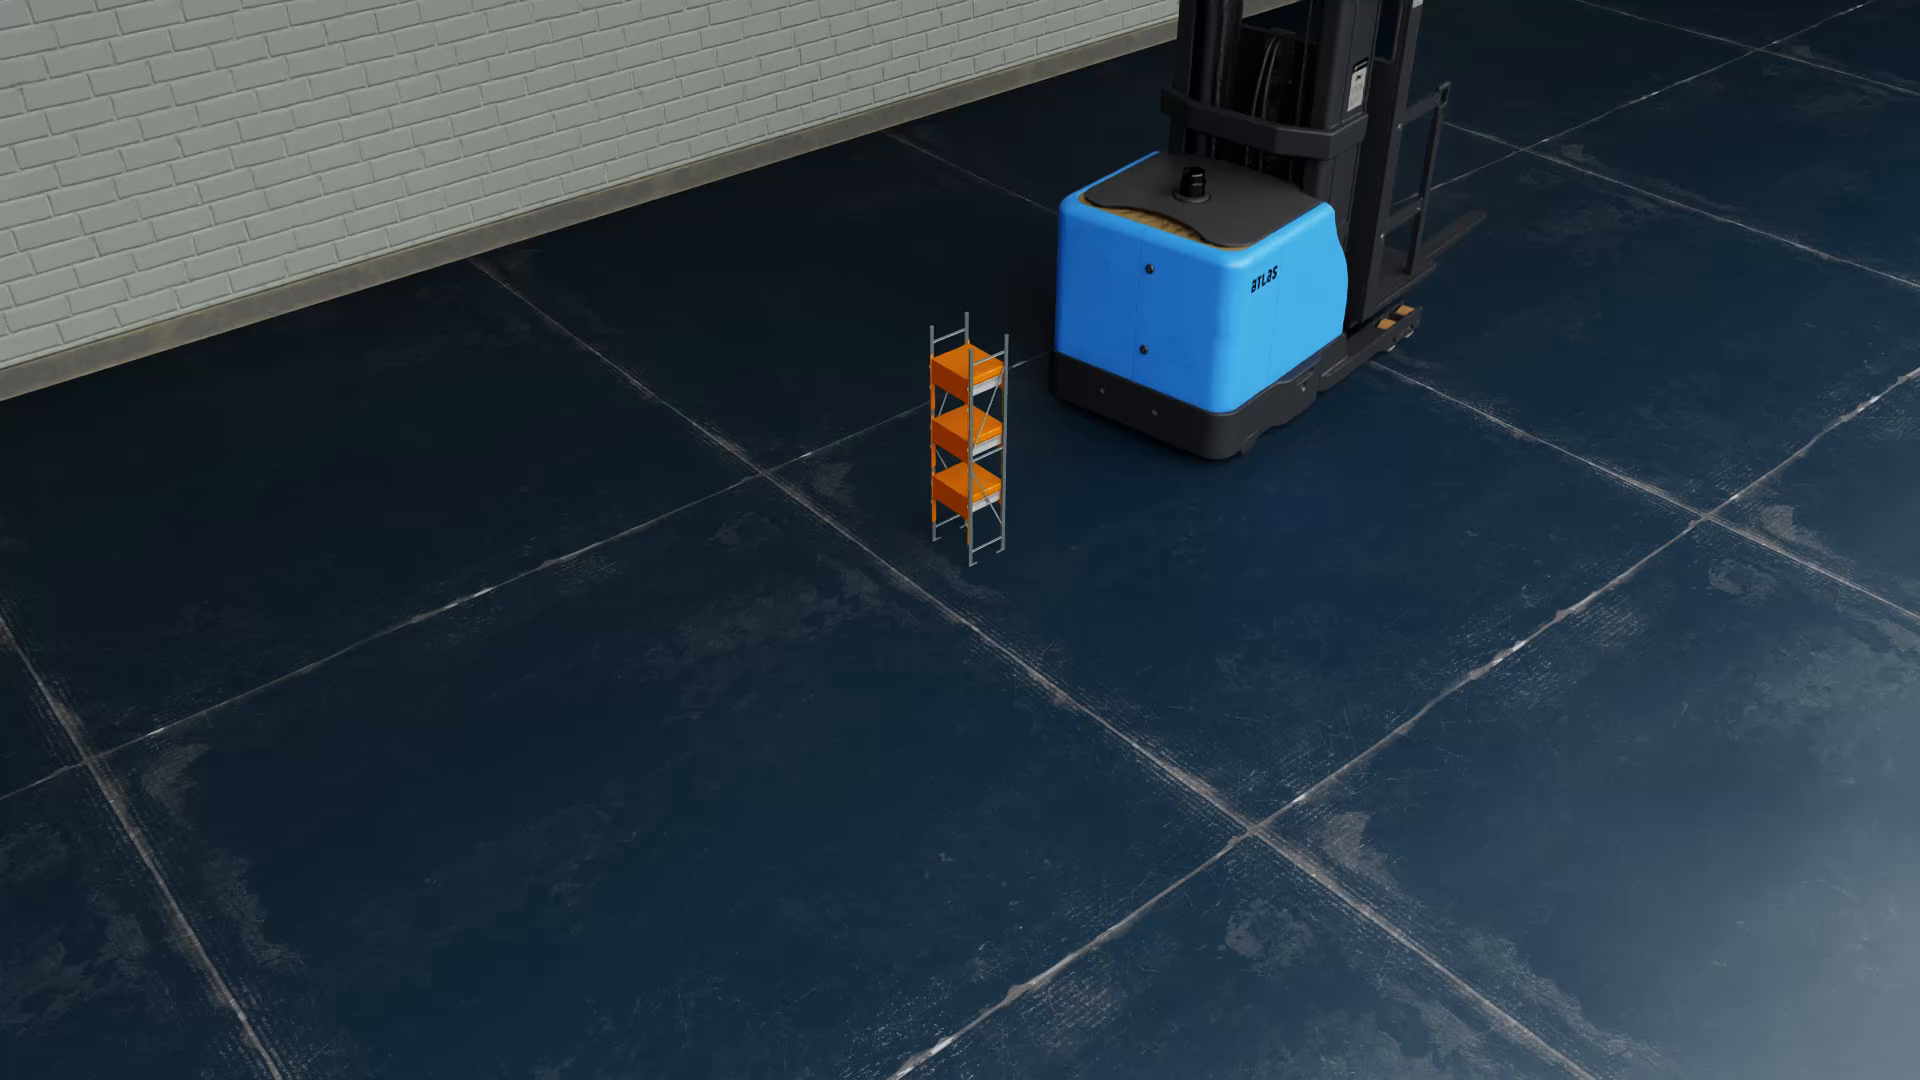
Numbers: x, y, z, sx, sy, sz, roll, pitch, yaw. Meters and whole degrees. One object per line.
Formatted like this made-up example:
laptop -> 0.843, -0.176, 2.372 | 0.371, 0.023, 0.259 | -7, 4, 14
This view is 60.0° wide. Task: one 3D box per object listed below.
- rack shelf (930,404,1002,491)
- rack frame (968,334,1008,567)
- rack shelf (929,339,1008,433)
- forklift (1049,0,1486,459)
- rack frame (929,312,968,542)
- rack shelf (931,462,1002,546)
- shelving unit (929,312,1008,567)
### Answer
rack shelf -> 0.035, -0.396, 6.919 | 0.215, 0.259, 0.240 | -26, 43, -32
rack frame -> 0.113, -0.351, 6.837 | 0.200, 1.050, 0.008 | -26, 43, -32
rack shelf -> 0.035, -0.628, 6.755 | 0.215, 0.259, 0.240 | -26, 43, -32
forklift -> 1.774, -2.345, 8.025 | 1.130, 2.935, 3.031 | 26, 43, 32
rack frame -> -0.044, -0.459, 6.989 | 0.200, 1.050, 0.008 | -26, 43, -32
rack shelf -> 0.035, -0.169, 7.080 | 0.215, 0.259, 0.240 | -26, 43, -32
shelving unit -> 0.035, -0.405, 6.913 | 0.215, 1.050, 0.252 | -26, 43, -32
